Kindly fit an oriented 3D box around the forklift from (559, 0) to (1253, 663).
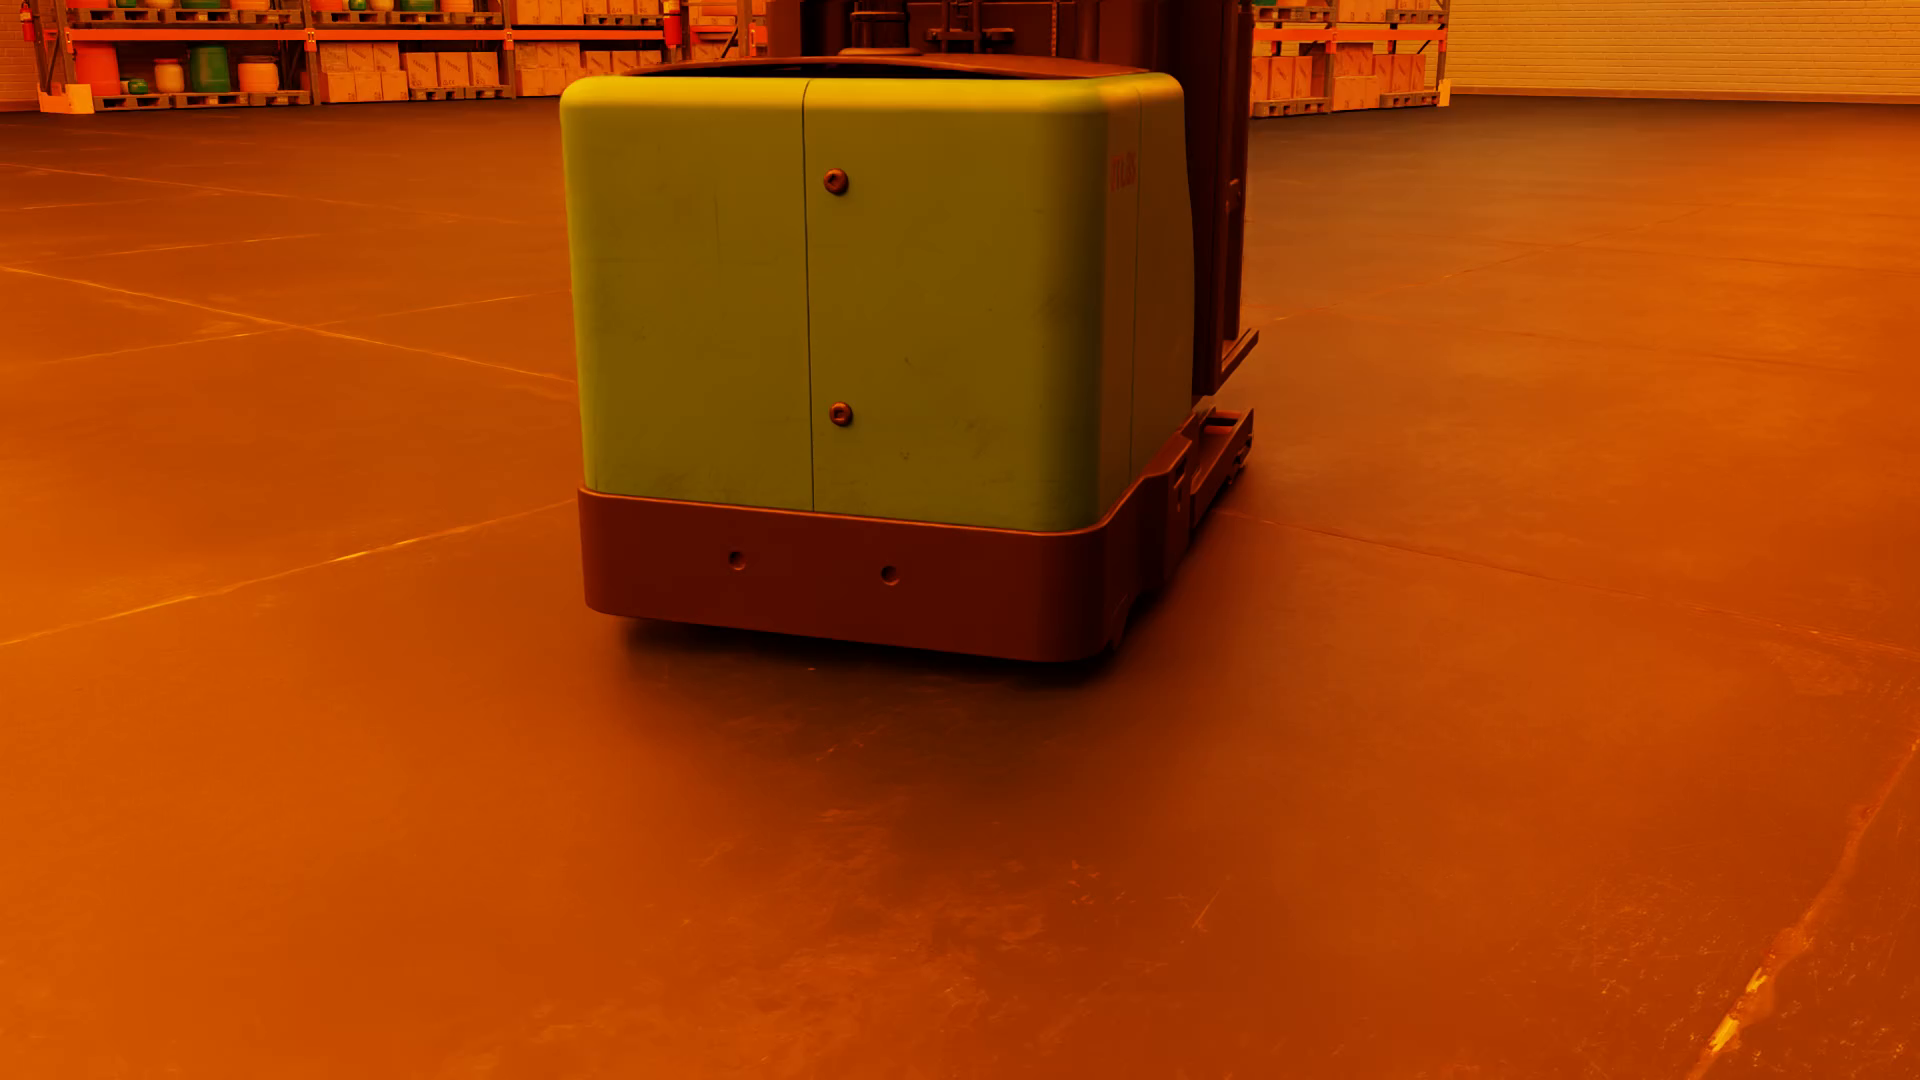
[{"bbox_3d":[0.182,-1.571,4.072,1.130,2.935,3.031,5,18,17],"label":"forklift"}]
